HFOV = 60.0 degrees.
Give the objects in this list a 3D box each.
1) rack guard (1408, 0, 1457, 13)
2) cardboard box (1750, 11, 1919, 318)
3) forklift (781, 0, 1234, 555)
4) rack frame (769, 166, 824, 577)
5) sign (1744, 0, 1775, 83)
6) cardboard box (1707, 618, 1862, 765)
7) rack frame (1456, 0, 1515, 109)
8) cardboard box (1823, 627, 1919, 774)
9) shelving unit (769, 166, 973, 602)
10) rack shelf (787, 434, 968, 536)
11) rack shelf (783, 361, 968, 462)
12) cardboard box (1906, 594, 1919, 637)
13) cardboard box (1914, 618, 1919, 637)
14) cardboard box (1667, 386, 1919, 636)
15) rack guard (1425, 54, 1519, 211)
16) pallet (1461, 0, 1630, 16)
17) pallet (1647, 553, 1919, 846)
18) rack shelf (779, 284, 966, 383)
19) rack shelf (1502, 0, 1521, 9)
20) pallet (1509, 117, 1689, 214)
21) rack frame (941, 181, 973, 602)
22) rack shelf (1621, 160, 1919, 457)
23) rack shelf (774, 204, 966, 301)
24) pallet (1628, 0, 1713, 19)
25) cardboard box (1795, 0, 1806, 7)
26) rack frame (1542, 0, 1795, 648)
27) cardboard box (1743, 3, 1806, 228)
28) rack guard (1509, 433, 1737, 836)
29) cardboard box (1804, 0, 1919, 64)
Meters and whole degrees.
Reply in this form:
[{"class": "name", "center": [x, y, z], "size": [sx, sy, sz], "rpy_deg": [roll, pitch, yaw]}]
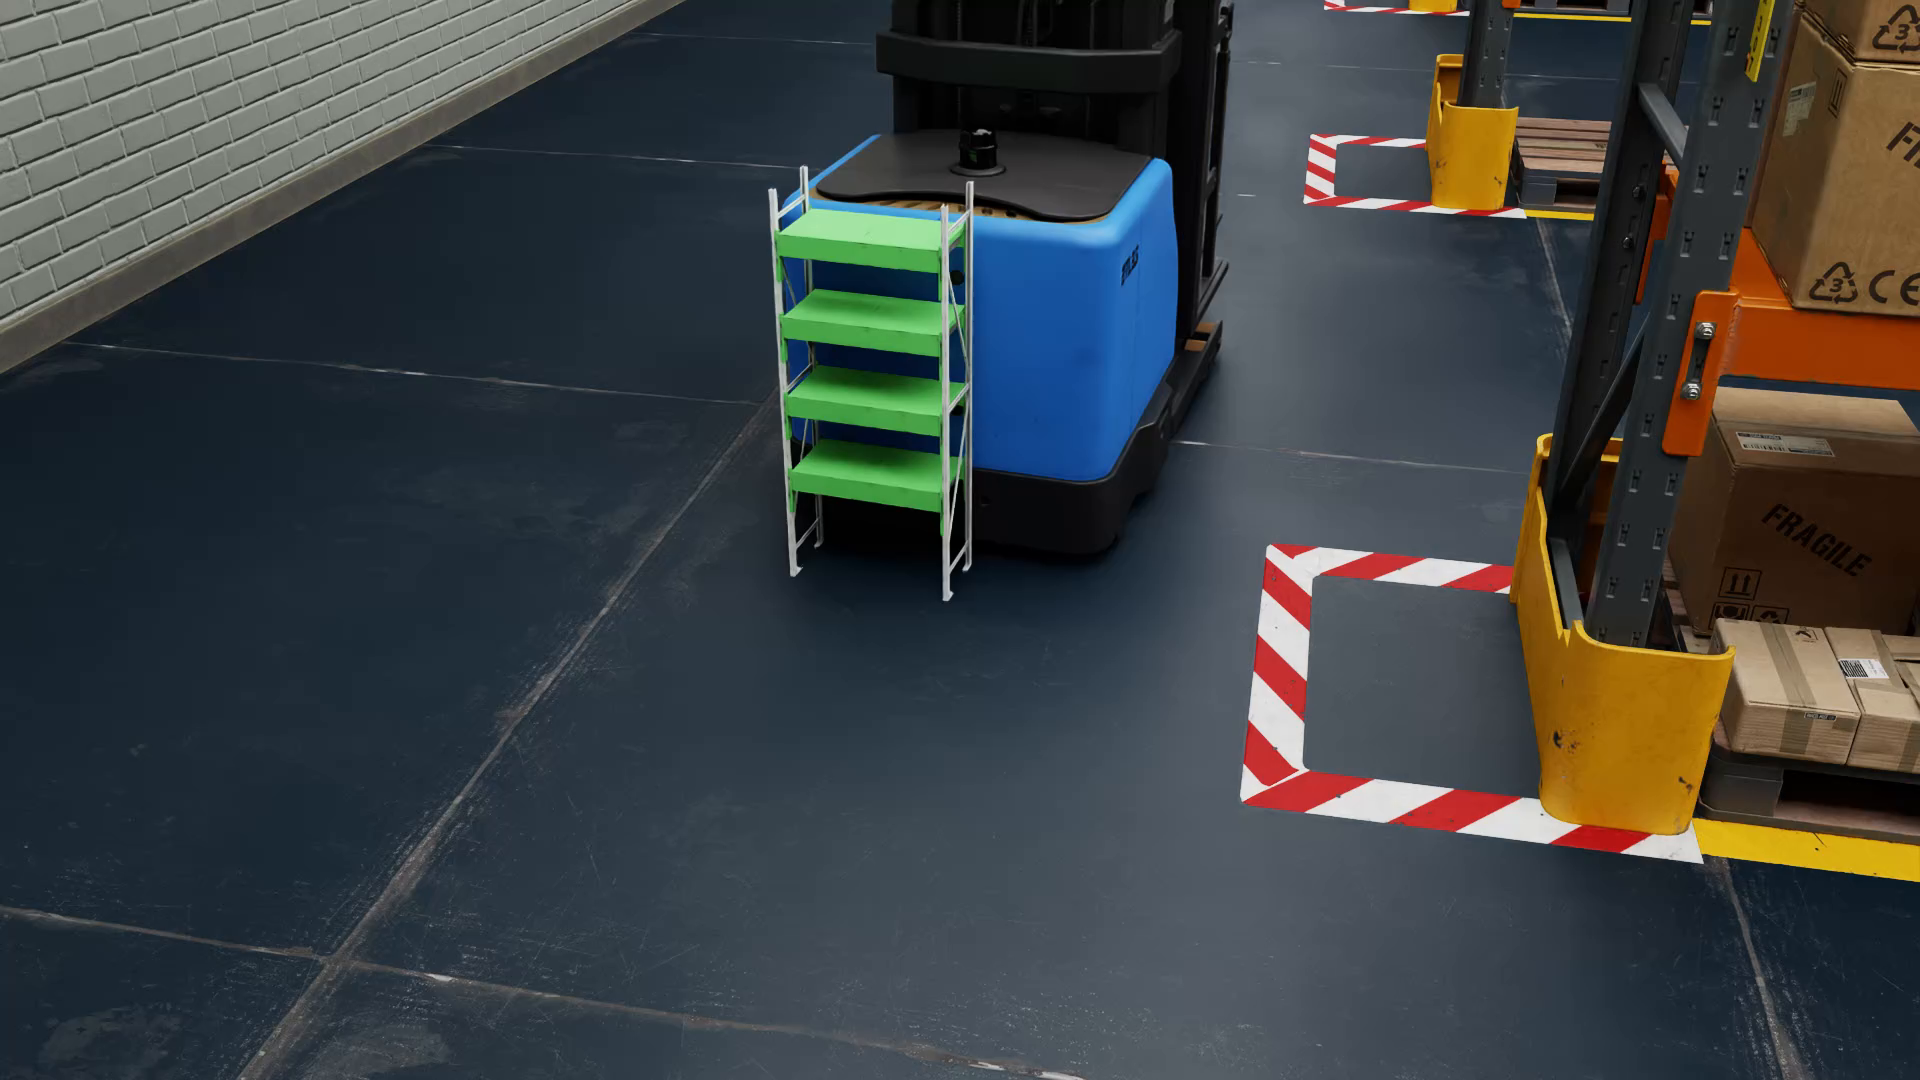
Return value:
[{"class": "rack guard", "center": [3.674, -4.462, 12.880], "size": [0.348, 0.500, 1.175], "rpy_deg": [6, 29, 11]}, {"class": "cardboard box", "center": [2.004, -0.780, 3.447], "size": [0.500, 0.500, 0.500], "rpy_deg": [6, 29, 12]}, {"class": "forklift", "center": [0.394, -1.934, 5.730], "size": [1.130, 2.935, 3.031], "rpy_deg": [9, 30, 15]}, {"class": "rack frame", "center": [-0.472, -0.469, 4.857], "size": [0.015, 1.200, 0.240], "rpy_deg": [9, 30, 15]}, {"class": "sign", "center": [1.512, -1.029, 3.105], "size": [0.005, 0.325, 0.100], "rpy_deg": [6, 29, 11]}, {"class": "cardboard box", "center": [1.963, 0.356, 3.986], "size": [0.250, 0.149, 0.380], "rpy_deg": [6, 29, 11]}, {"class": "rack frame", "center": [2.663, -3.230, 8.027], "size": [0.127, 3.000, 1.000], "rpy_deg": [6, 29, 11]}, {"class": "cardboard box", "center": [2.207, 0.374, 3.936], "size": [0.250, 0.166, 0.380], "rpy_deg": [6, 29, 11]}, {"class": "shelving unit", "center": [-0.239, -0.433, 4.792], "size": [0.503, 1.200, 0.258], "rpy_deg": [9, 30, 15]}, {"class": "rack shelf", "center": [-0.239, -0.167, 4.938], "size": [0.480, 0.148, 0.258], "rpy_deg": [9, 30, 15]}, {"class": "rack shelf", "center": [-0.239, -0.377, 4.823], "size": [0.480, 0.148, 0.258], "rpy_deg": [9, 30, 15]}, {"class": "cardboard box", "center": [2.585, 0.167, 4.314], "size": [0.250, 0.166, 0.380], "rpy_deg": [6, 29, 11]}, {"class": "cardboard box", "center": [2.586, 0.346, 3.899], "size": [0.500, 0.250, 0.500], "rpy_deg": [6, 29, 11]}, {"class": "cardboard box", "center": [2.208, -0.062, 4.385], "size": [0.500, 0.500, 0.500], "rpy_deg": [6, 29, 11]}, {"class": "rack guard", "center": [2.637, -2.130, 8.620], "size": [0.348, 0.500, 1.175], "rpy_deg": [6, 29, 11]}, {"class": "pallet", "center": [4.496, -4.290, 12.866], "size": [1.213, 0.211, 1.003], "rpy_deg": [6, 29, 11]}, {"class": "pallet", "center": [2.479, 0.406, 4.289], "size": [1.213, 0.211, 1.003], "rpy_deg": [6, 29, 11]}, {"class": "rack shelf", "center": [-0.239, -0.588, 4.707], "size": [0.480, 0.148, 0.258], "rpy_deg": [9, 30, 15]}, {"class": "rack shelf", "center": [4.619, -2.714, 7.833], "size": [4.000, 0.370, 1.077], "rpy_deg": [6, 29, 11]}, {"class": "pallet", "center": [3.461, -1.906, 8.512], "size": [1.213, 0.211, 1.003], "rpy_deg": [6, 29, 11]}, {"class": "rack frame", "center": [-0.007, -0.398, 4.727], "size": [0.015, 1.200, 0.240], "rpy_deg": [9, 30, 15]}, {"class": "rack shelf", "center": [3.581, -0.388, 3.585], "size": [4.000, 0.370, 1.077], "rpy_deg": [6, 29, 11]}, {"class": "rack shelf", "center": [-0.239, -0.798, 4.592], "size": [0.480, 0.148, 0.258], "rpy_deg": [9, 30, 15]}, {"class": "pallet", "center": [5.685, -4.166, 12.641], "size": [1.213, 0.211, 1.003], "rpy_deg": [6, 29, 11]}, {"class": "cardboard box", "center": [2.118, -1.471, 3.669], "size": [0.500, 0.500, 0.500], "rpy_deg": [6, 29, 10]}, {"class": "rack frame", "center": [1.625, -0.904, 3.779], "size": [0.127, 3.000, 1.000], "rpy_deg": [6, 29, 11]}, {"class": "cardboard box", "center": [2.120, -1.031, 3.906], "size": [0.500, 0.500, 0.500], "rpy_deg": [7, 29, 12]}, {"class": "rack guard", "center": [1.699, 0.200, 4.365], "size": [0.348, 0.500, 1.175], "rpy_deg": [6, 29, 11]}, {"class": "cardboard box", "center": [2.004, -1.219, 3.207], "size": [0.500, 0.500, 0.500], "rpy_deg": [7, 29, 12]}]
